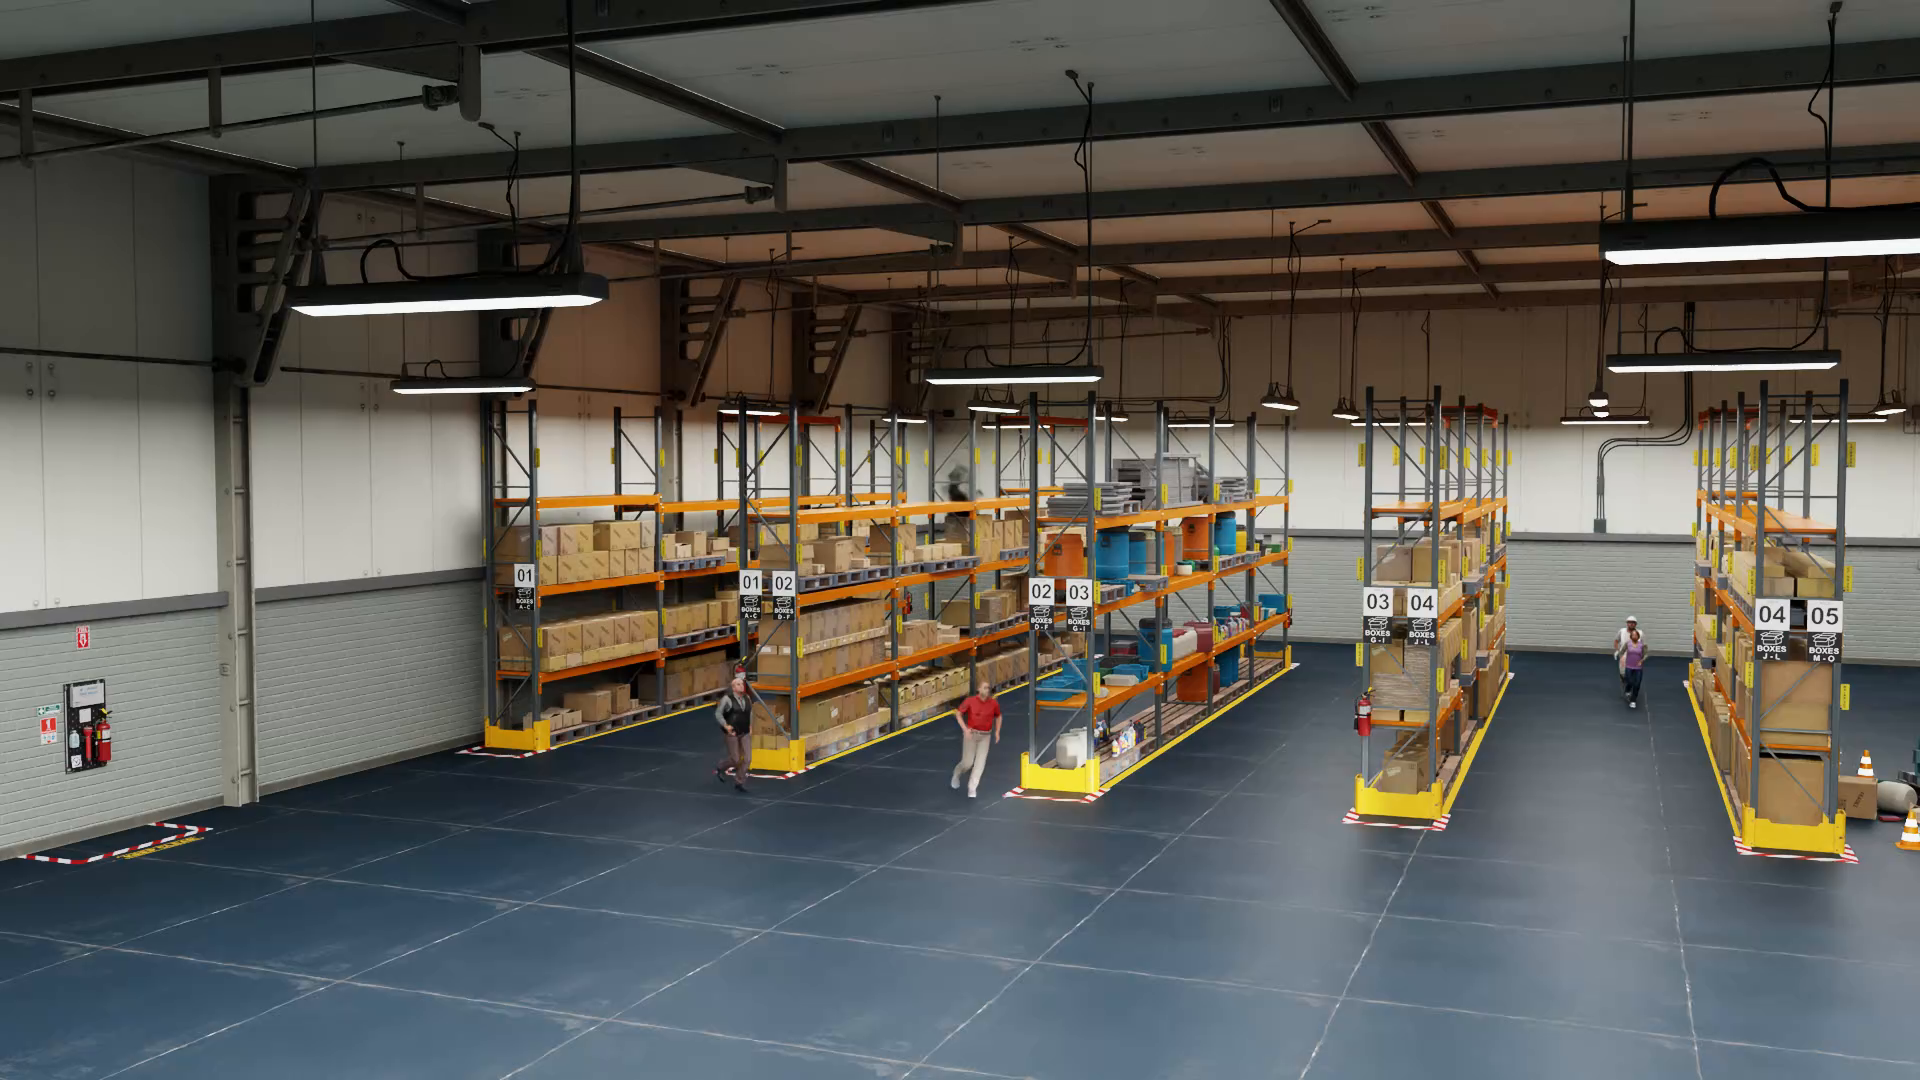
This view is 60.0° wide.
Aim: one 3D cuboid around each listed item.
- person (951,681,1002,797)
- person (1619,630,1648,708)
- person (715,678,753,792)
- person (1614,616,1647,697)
[{"bbox_3d":[0.285,2.942,24.812,0.737,1.678,0.703,-1,3,-16],"label":"person"},{"bbox_3d":[13.511,2.583,33.345,0.533,1.557,0.541,1,3,17],"label":"person"},{"bbox_3d":[-3.409,2.930,25.123,0.636,1.709,0.672,3,4,42],"label":"person"},{"bbox_3d":[13.936,2.444,34.579,0.636,1.713,0.596,1,3,23],"label":"person"}]
